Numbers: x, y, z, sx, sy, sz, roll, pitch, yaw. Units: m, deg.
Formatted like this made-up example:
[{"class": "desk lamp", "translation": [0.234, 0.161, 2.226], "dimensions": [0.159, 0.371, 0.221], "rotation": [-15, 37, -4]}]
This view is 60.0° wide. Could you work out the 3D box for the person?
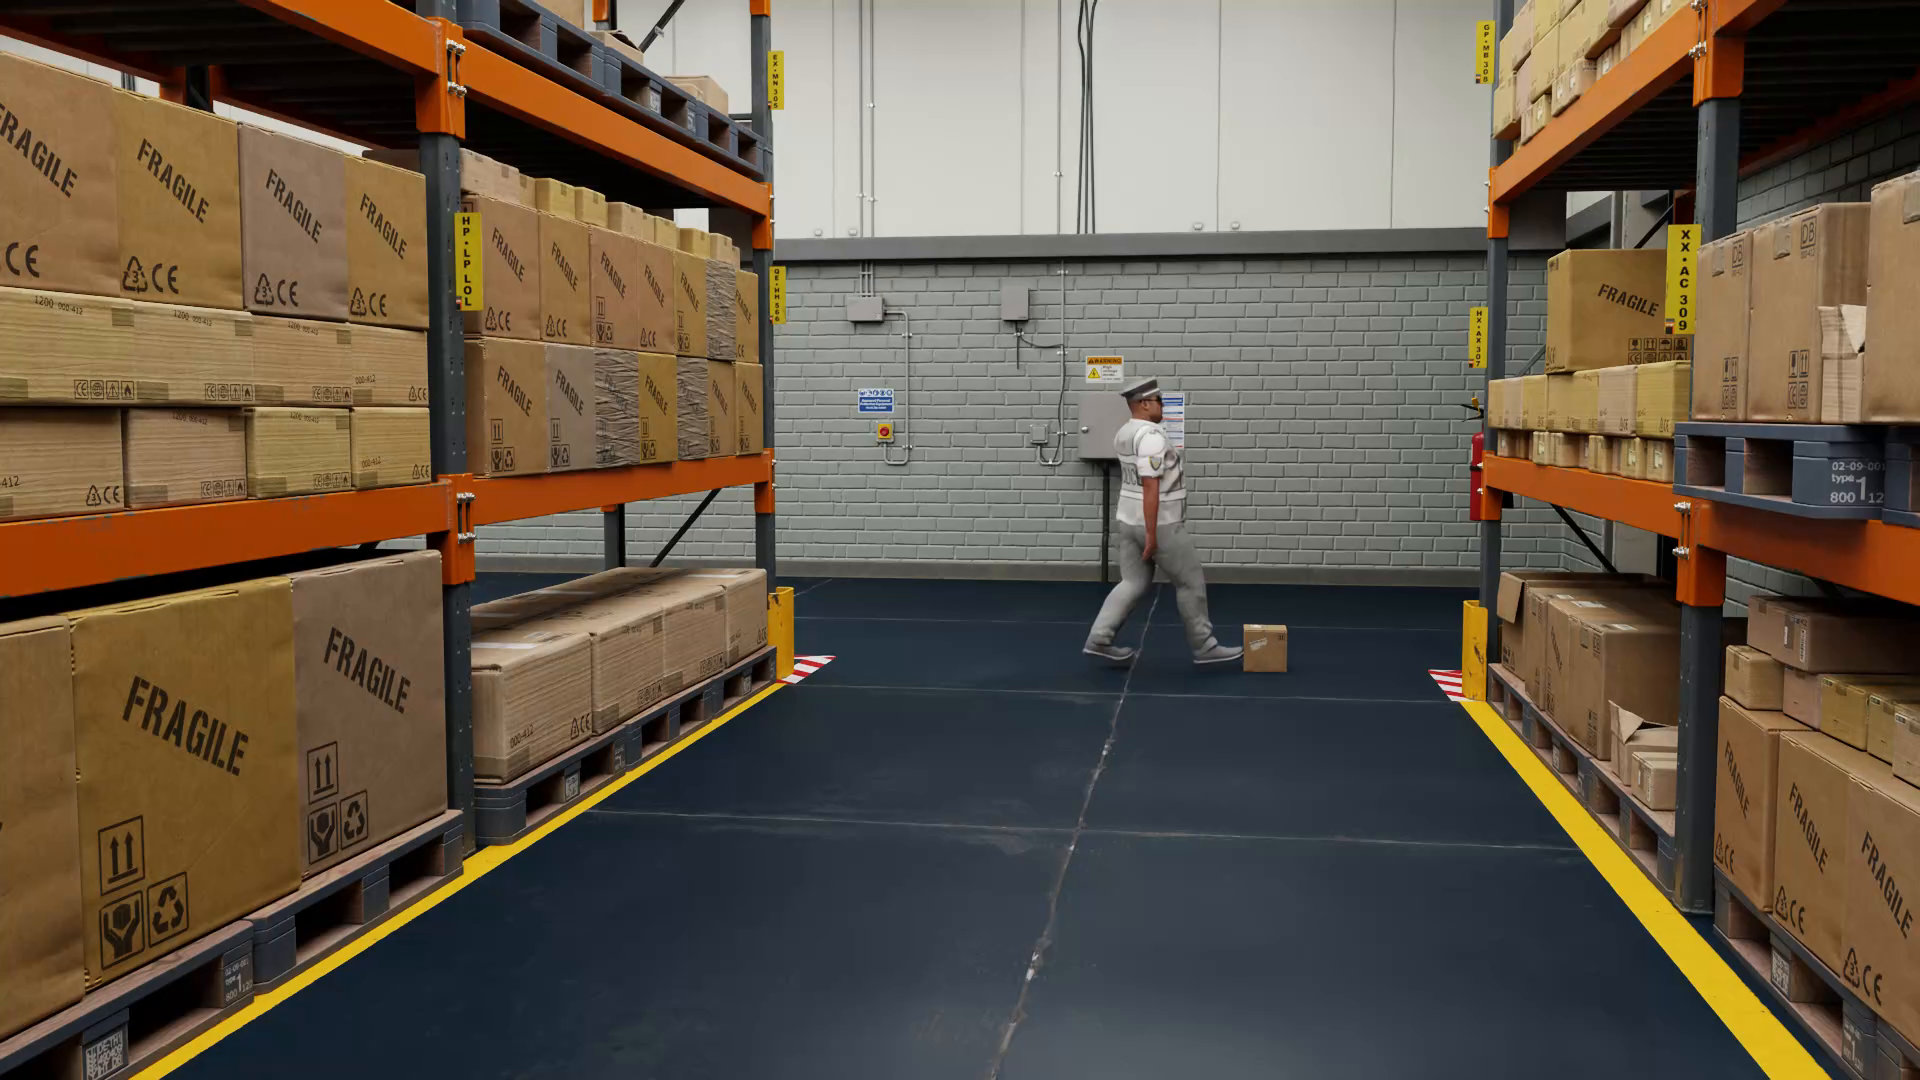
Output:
[{"class": "person", "translation": [1.216, -0.120, 9.961], "dimensions": [0.937, 1.728, 0.537], "rotation": [-2, 5, -22]}]
